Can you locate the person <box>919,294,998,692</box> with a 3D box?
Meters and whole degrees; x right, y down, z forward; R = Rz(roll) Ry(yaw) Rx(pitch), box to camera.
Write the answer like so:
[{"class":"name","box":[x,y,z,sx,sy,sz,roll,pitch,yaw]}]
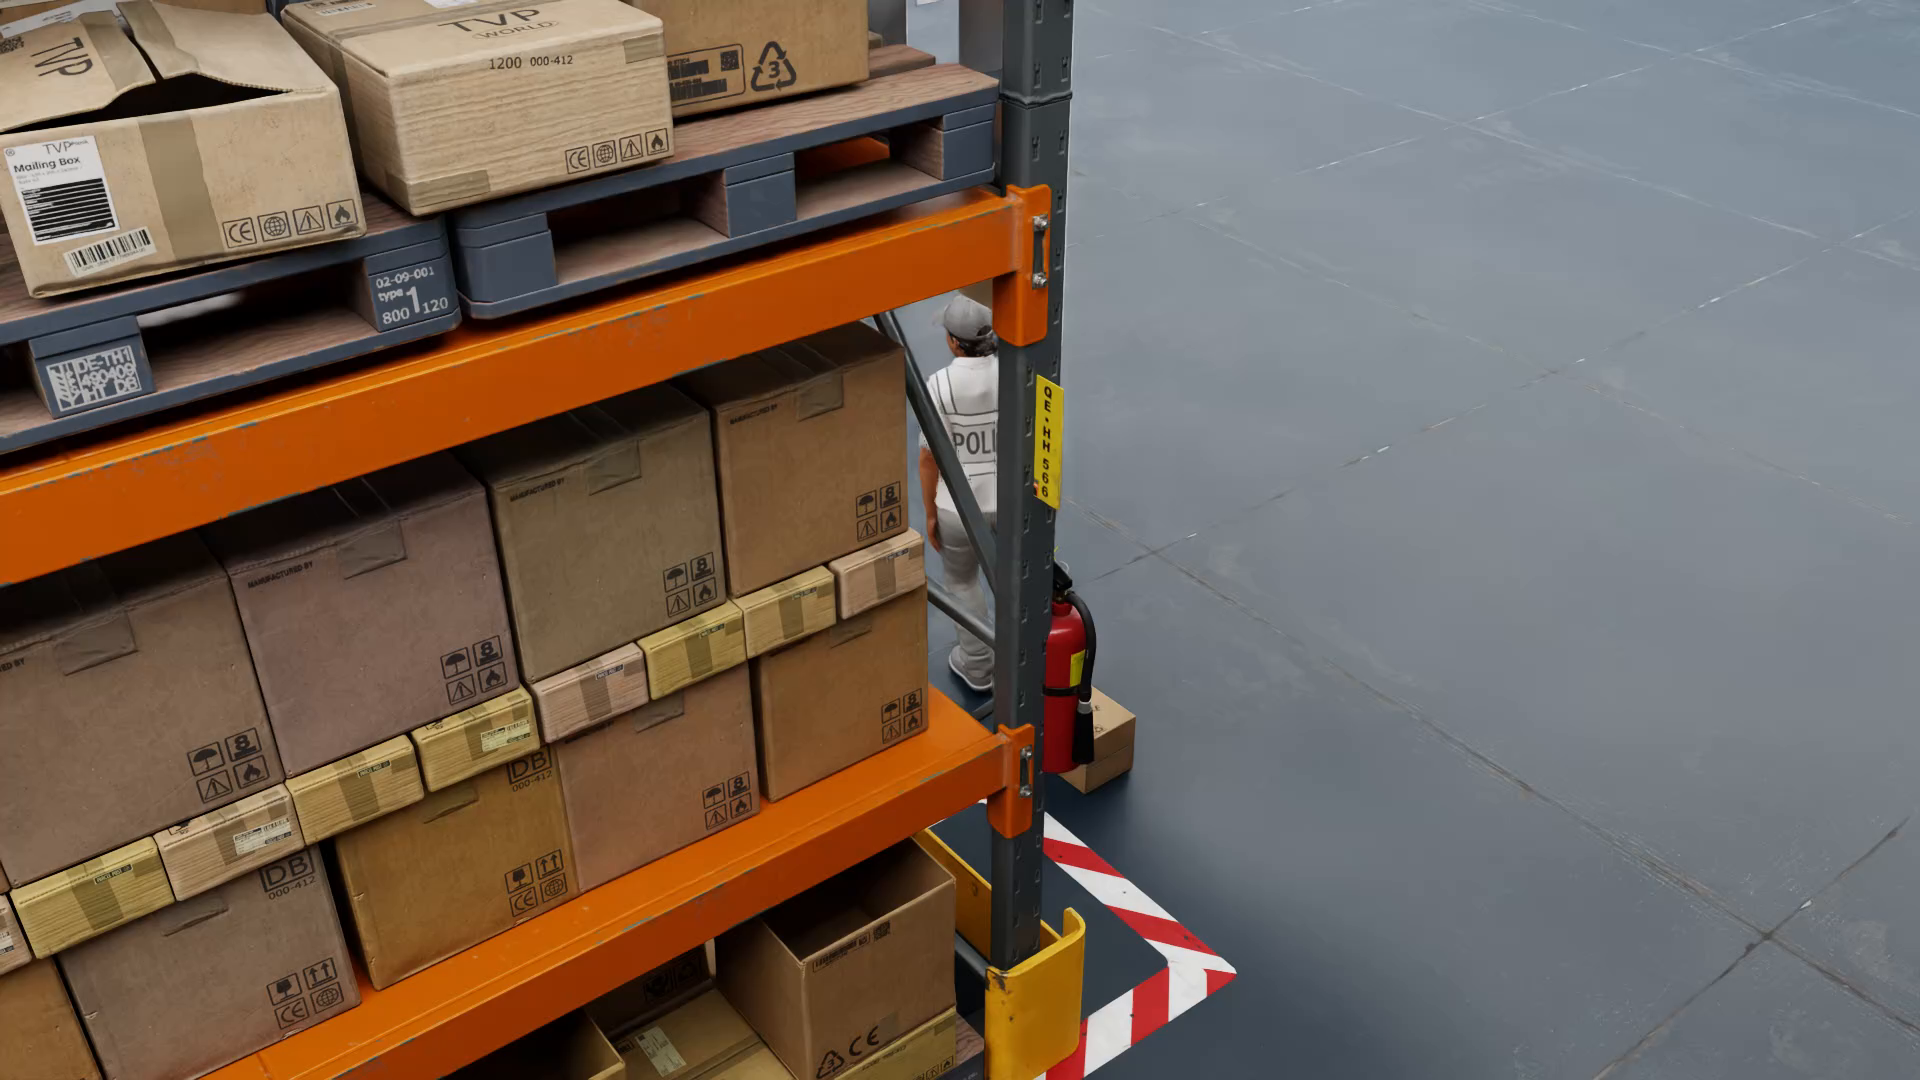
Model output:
[{"class":"person","box":[0.122,-0.121,6.327,0.554,1.652,0.588,-6,33,-10]}]
